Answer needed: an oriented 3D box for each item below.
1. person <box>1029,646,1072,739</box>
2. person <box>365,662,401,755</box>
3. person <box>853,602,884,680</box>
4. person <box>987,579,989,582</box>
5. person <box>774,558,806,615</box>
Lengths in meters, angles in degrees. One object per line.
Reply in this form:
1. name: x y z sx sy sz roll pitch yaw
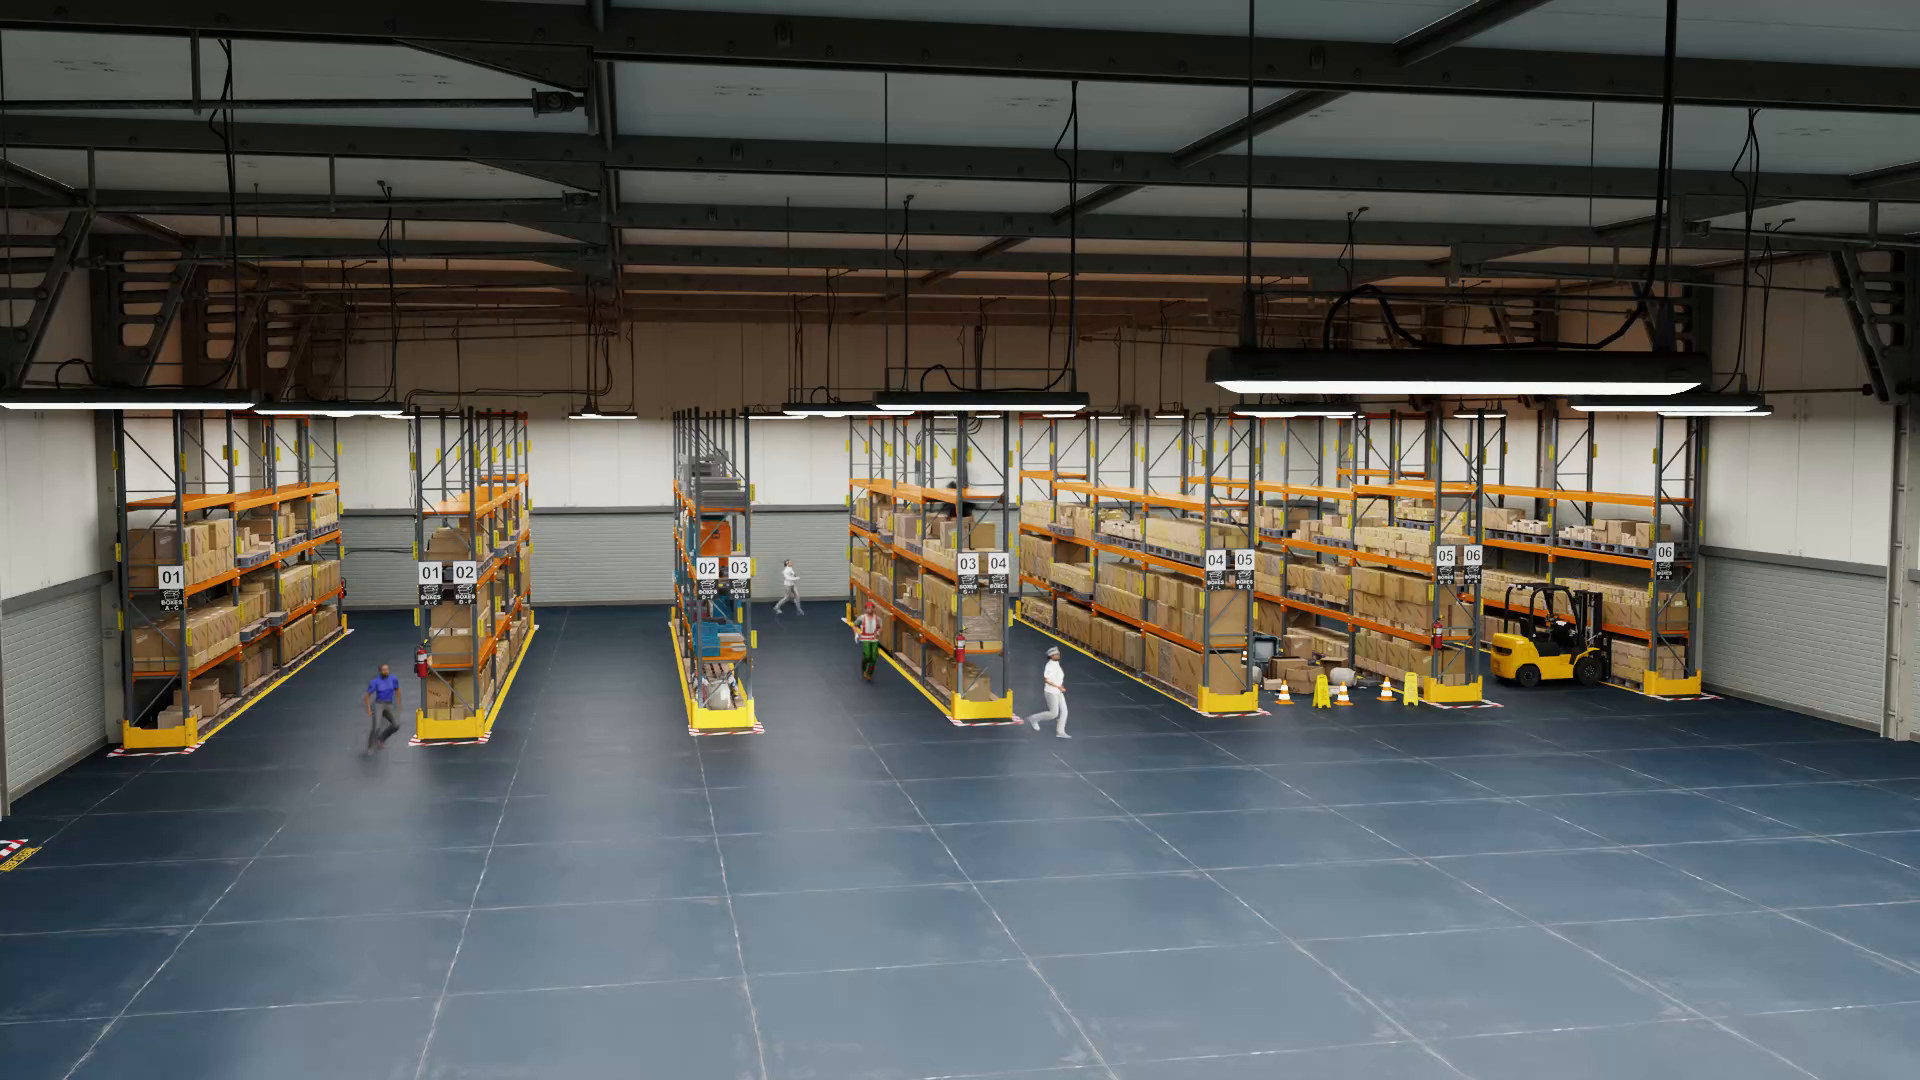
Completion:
1. person: 1.654 2.757 30.123 0.792 1.686 0.581 1 4 20
2. person: -10.039 2.911 28.886 0.445 1.549 0.699 4 6 43
3. person: -1.976 2.234 36.536 0.644 1.742 0.609 -1 4 -18
4. person: 1.067 1.398 49.092 0.626 1.630 0.644 -4 6 -44
5. person: -5.041 1.375 49.249 0.929 1.703 0.620 1 4 9
